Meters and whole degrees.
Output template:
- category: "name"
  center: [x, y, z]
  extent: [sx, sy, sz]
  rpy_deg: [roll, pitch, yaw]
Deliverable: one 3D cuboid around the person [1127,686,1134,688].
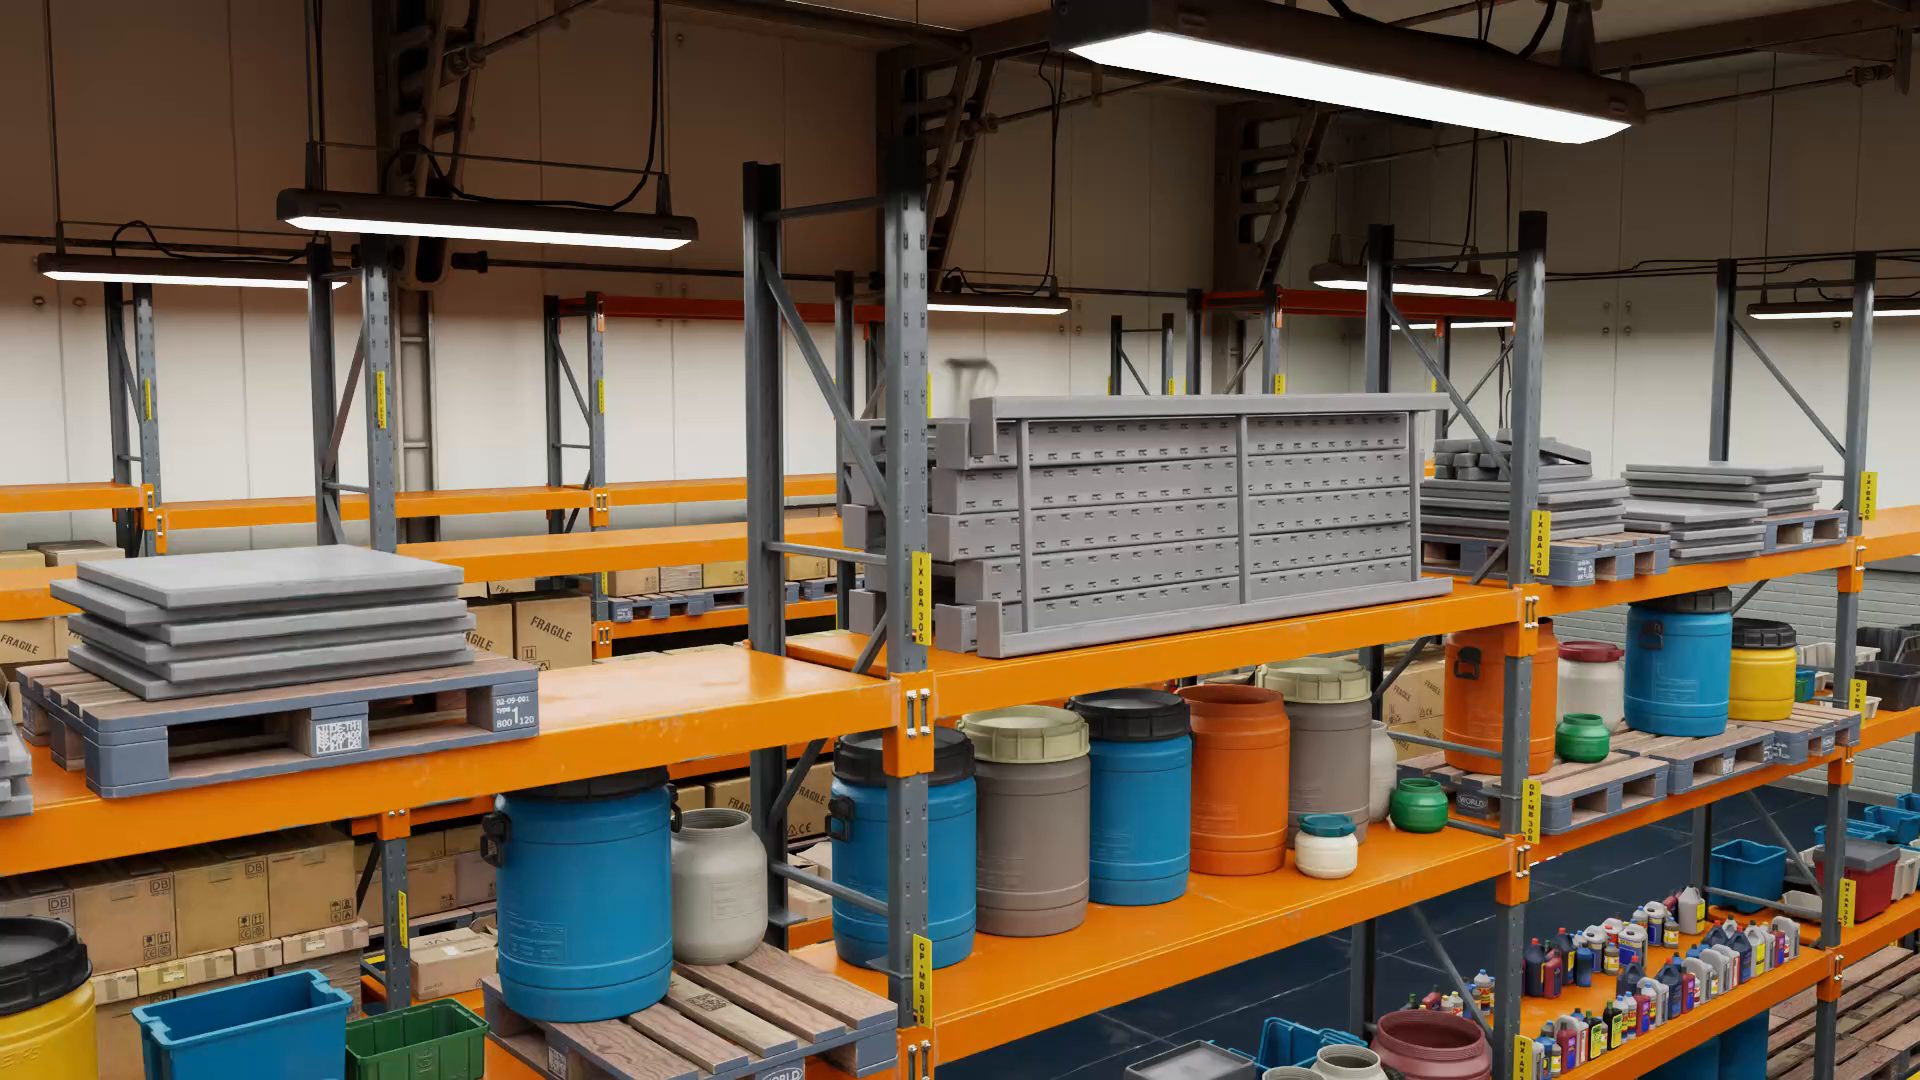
- category: "person"
  center: [1.877, 2.492, 18.833]
  extent: [0.706, 1.772, 0.920]
  rpy_deg: [5, 7, 41]
